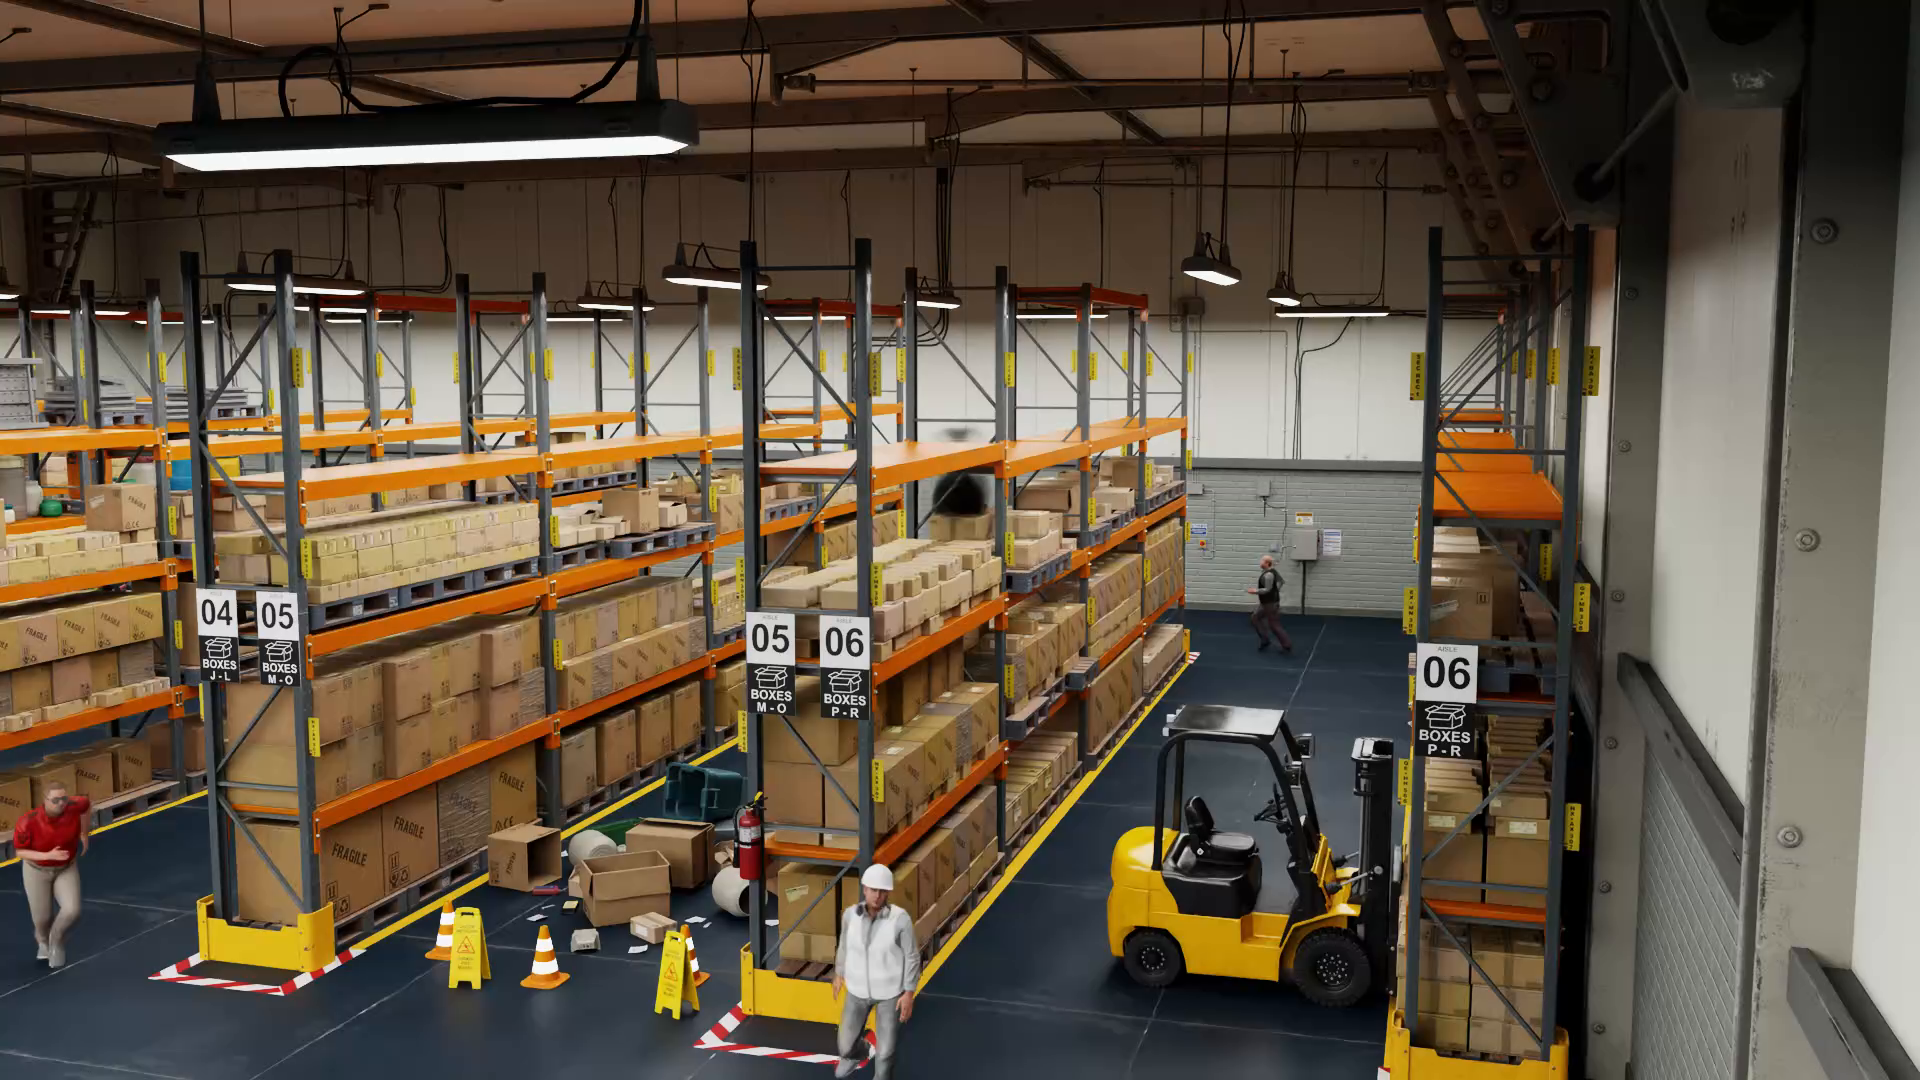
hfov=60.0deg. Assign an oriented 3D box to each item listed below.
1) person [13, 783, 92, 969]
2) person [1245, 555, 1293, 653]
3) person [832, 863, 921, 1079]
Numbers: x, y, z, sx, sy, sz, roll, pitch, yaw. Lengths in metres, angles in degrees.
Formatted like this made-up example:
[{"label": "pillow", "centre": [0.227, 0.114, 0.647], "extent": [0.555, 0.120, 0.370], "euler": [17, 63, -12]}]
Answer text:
[{"label": "person", "centre": [-7.577, 2.809, 13.951], "extent": [0.664, 1.666, 0.893], "euler": [-6, 9, -43]}, {"label": "person", "centre": [5.335, 1.123, 28.679], "extent": [0.824, 1.734, 0.587], "euler": [1, 6, 10]}, {"label": "person", "centre": [-0.577, 3.033, 11.366], "extent": [0.693, 1.746, 0.676], "euler": [1, 7, 13]}]
